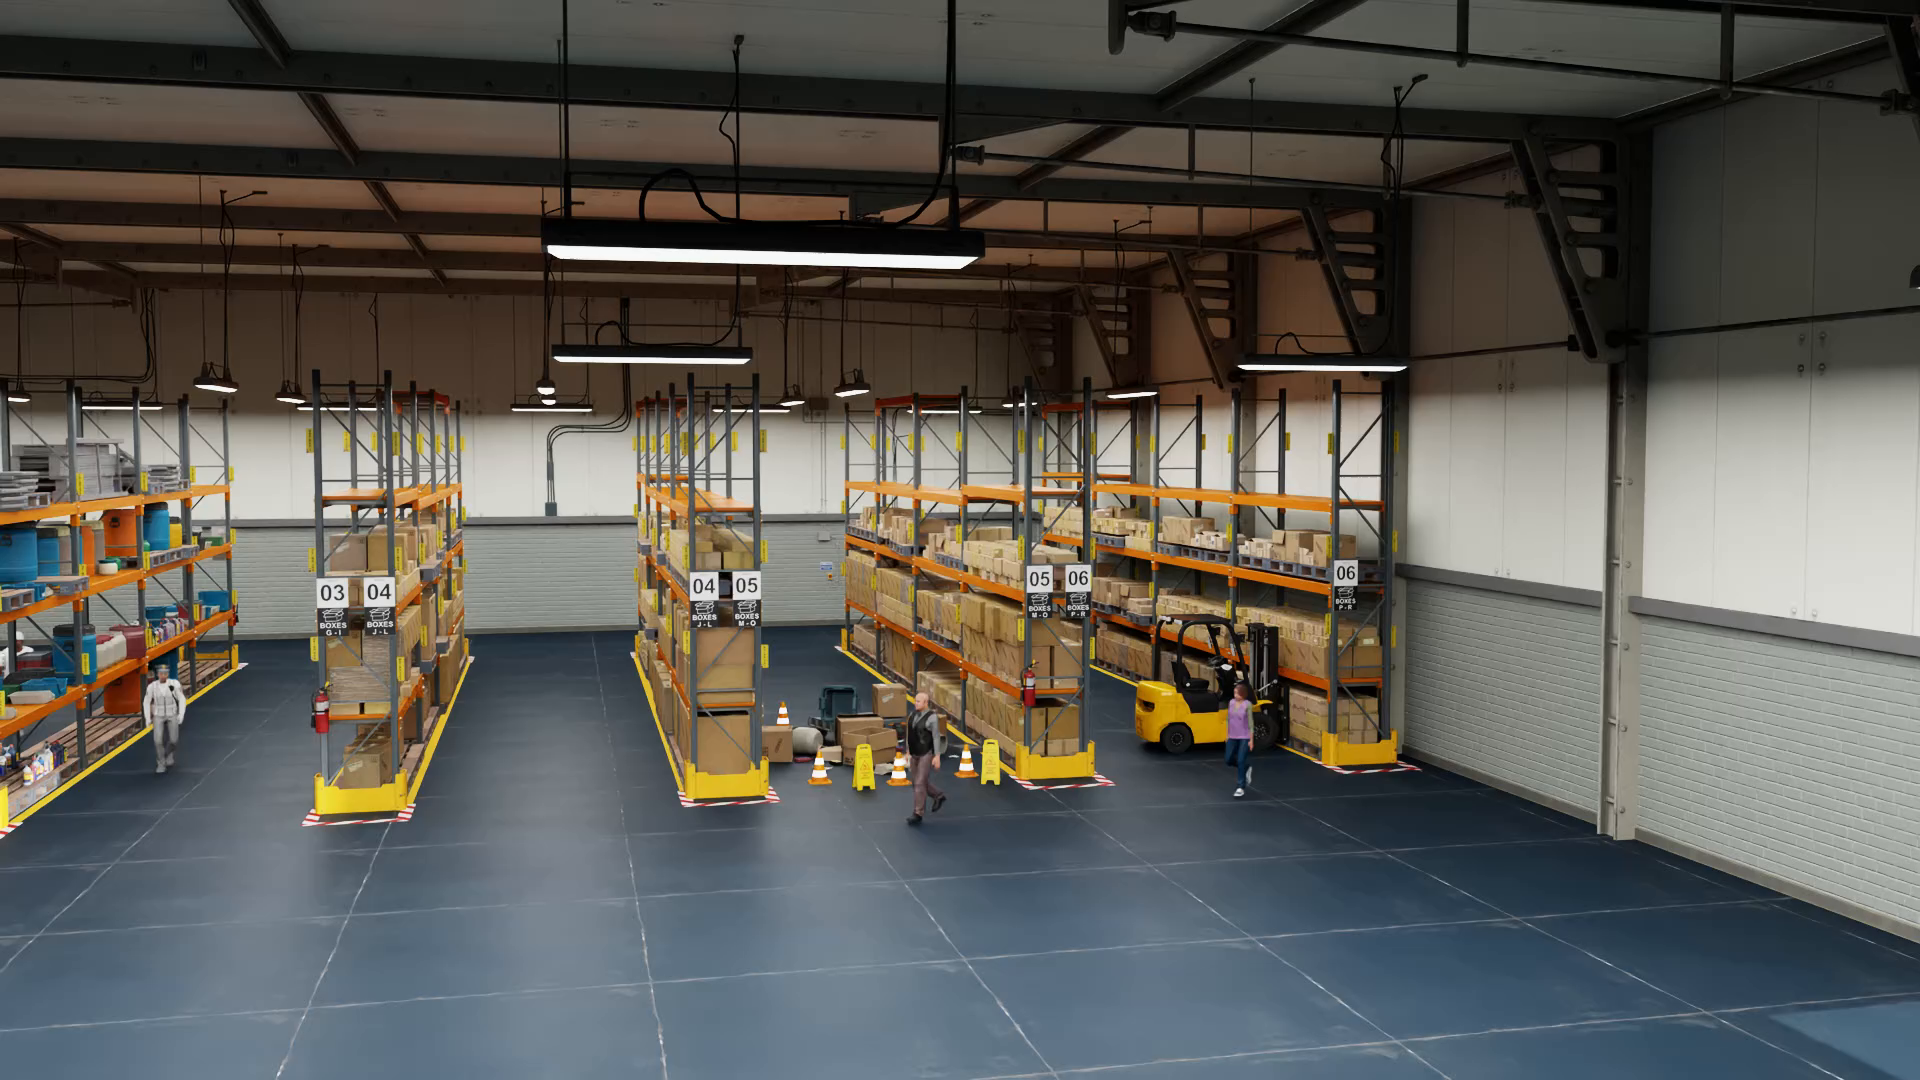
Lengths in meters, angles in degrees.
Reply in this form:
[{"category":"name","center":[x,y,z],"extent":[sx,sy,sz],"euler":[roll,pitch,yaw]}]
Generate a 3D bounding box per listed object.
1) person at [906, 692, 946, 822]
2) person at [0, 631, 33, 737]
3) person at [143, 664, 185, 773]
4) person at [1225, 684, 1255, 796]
[{"category":"person","center":[-0.458,2.871,22.203],"extent":[0.806,1.706,0.603],"euler":[-3,4,-39]},{"category":"person","center":[-16.274,2.476,28.694],"extent":[0.602,1.798,0.654],"euler":[-1,4,-20]},{"category":"person","center":[-12.218,2.711,25.546],"extent":[0.583,1.659,0.528],"euler":[-1,4,-23]},{"category":"person","center":[4.030,2.830,23.749],"extent":[0.472,1.584,0.598],"euler":[3,4,42]}]
